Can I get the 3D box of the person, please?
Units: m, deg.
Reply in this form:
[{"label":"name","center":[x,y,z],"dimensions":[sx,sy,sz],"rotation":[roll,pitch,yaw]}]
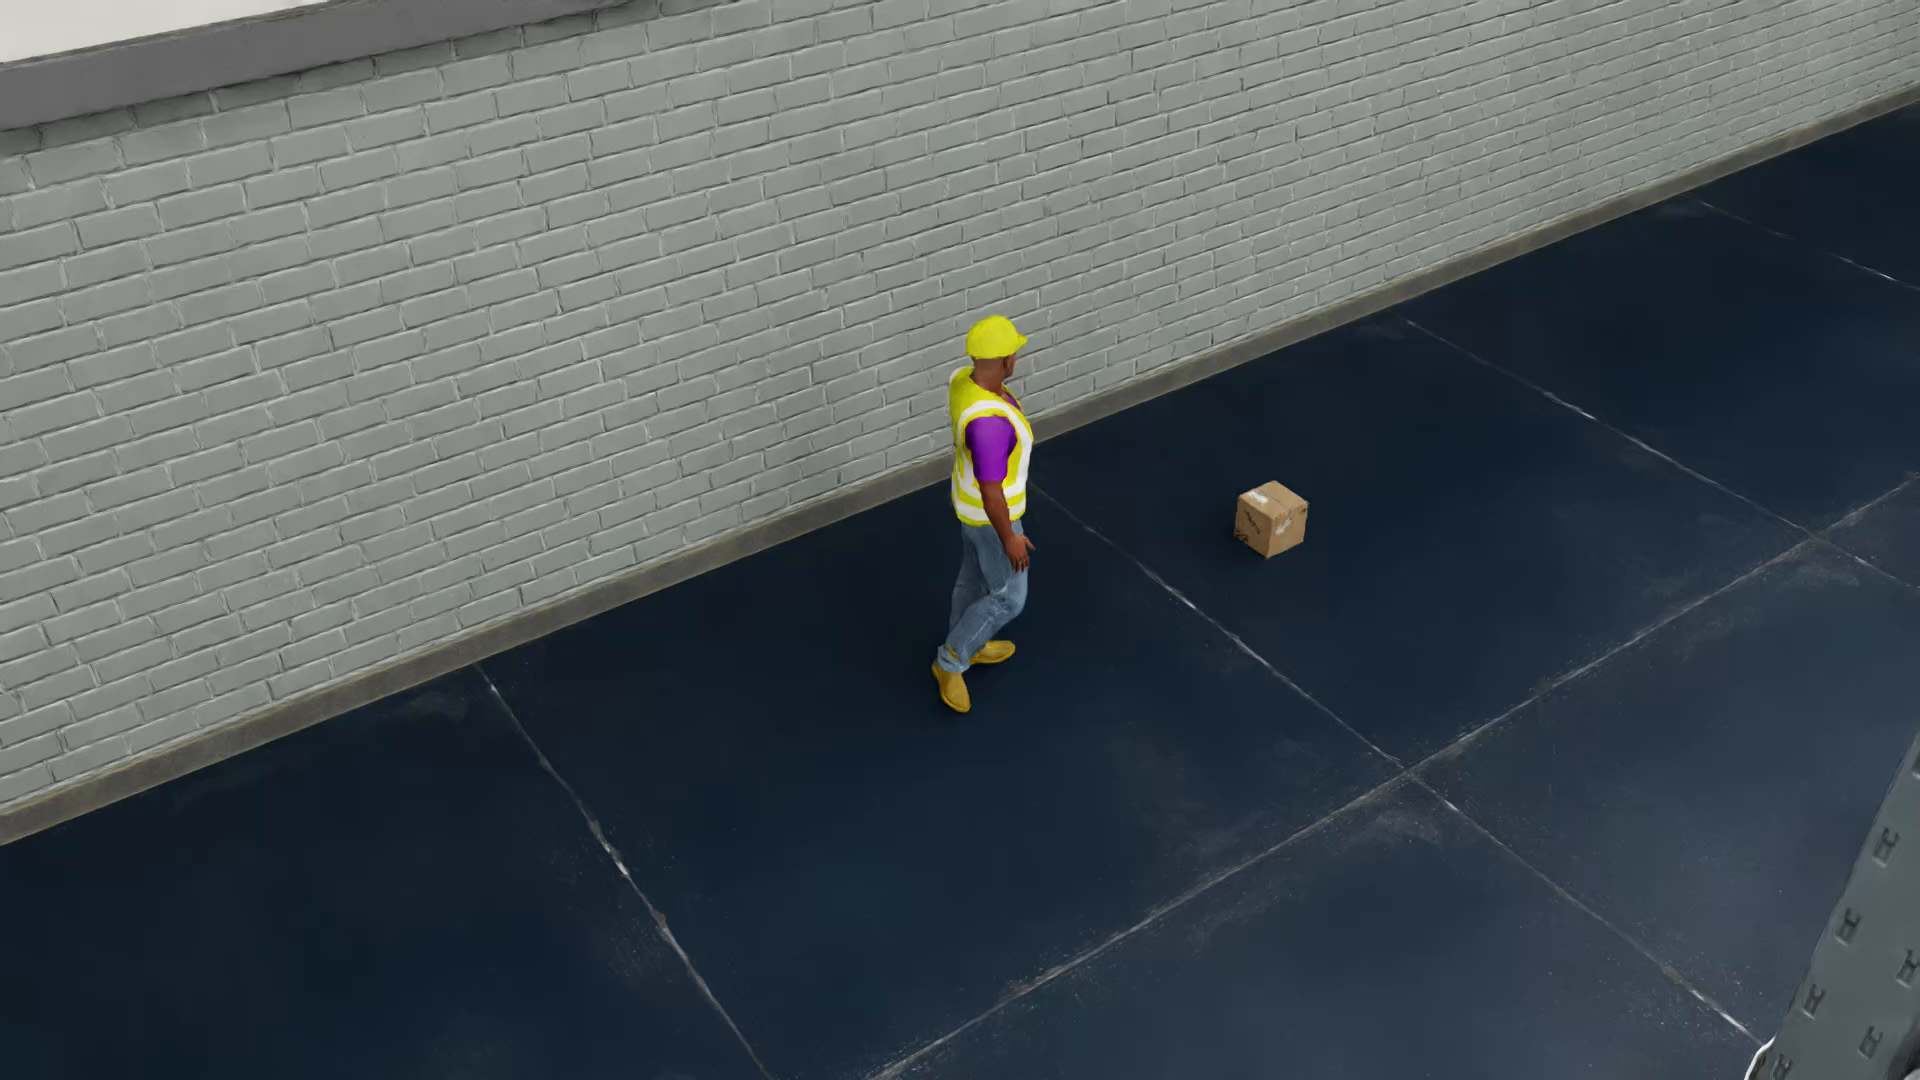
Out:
[{"label":"person","center":[0.079,-0.119,7.118],"dimensions":[0.448,1.757,0.726],"rotation":[-3,36,-5]}]
